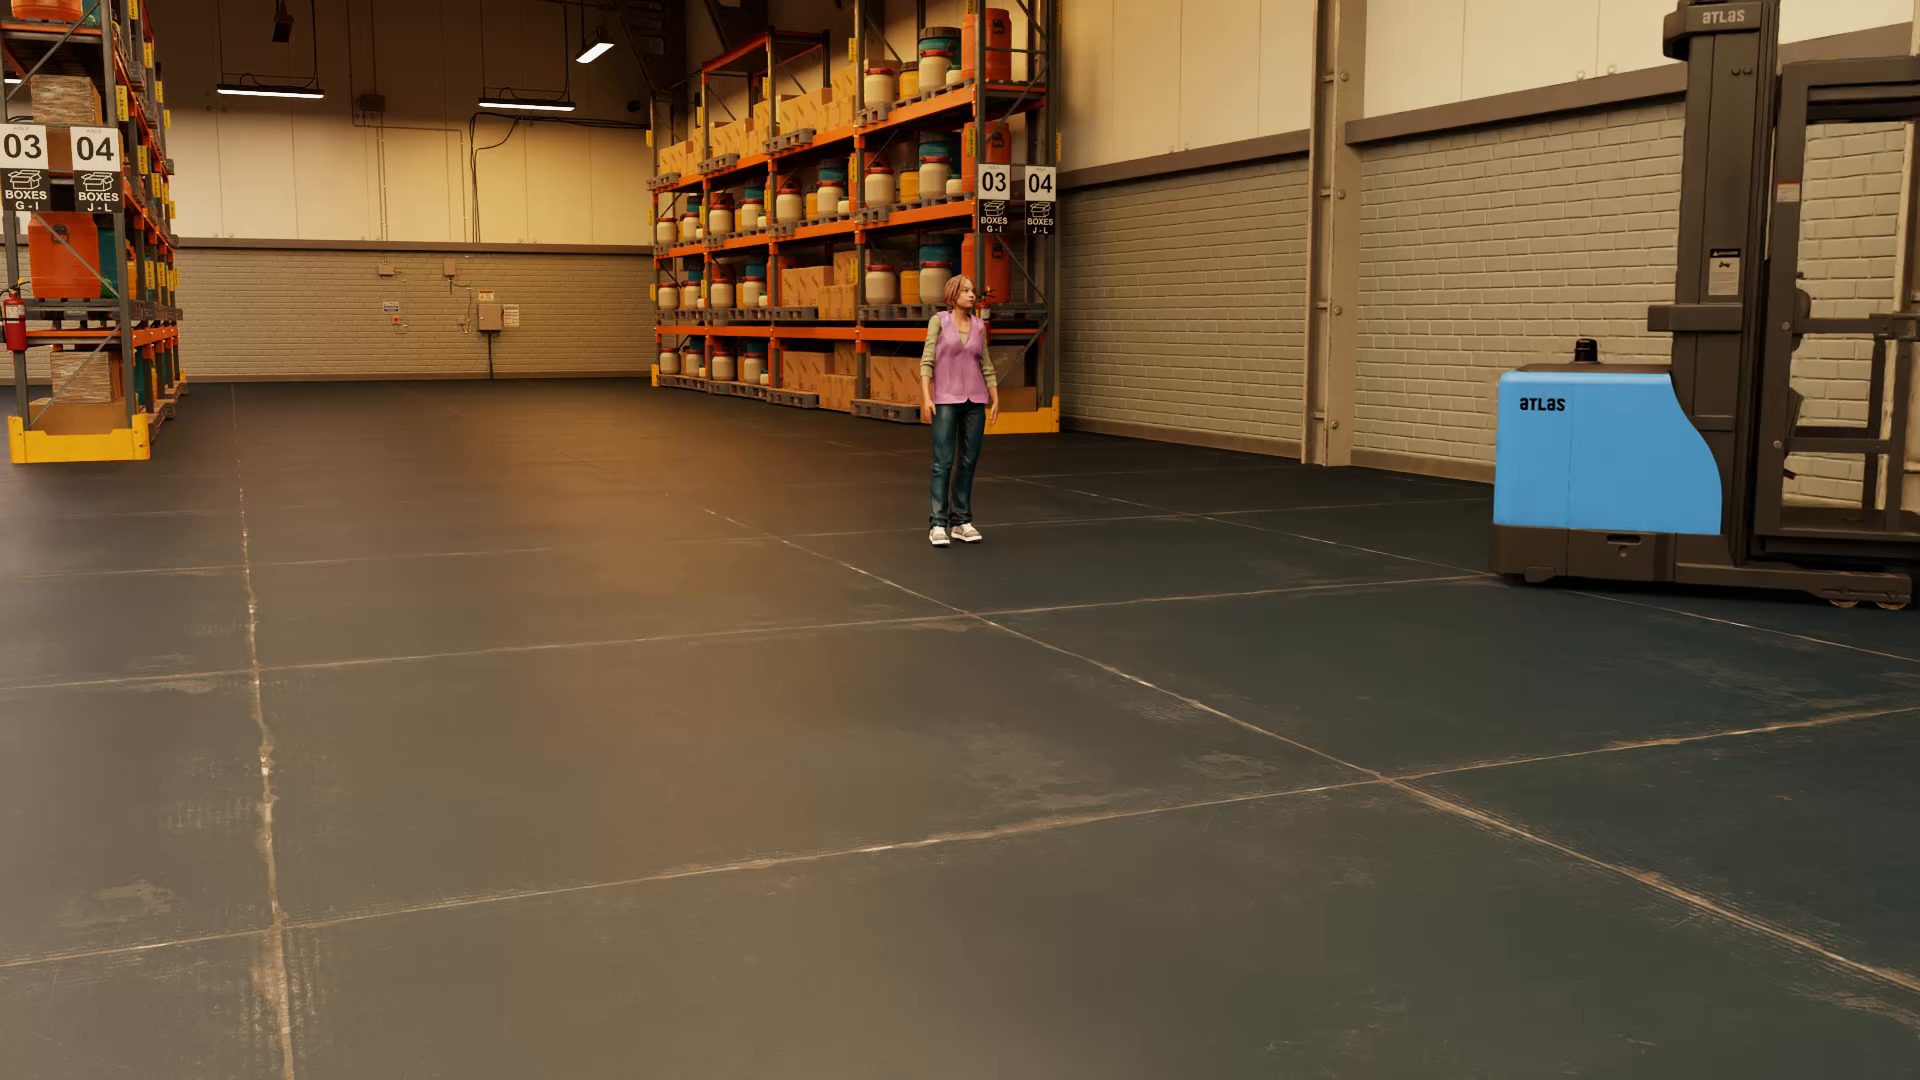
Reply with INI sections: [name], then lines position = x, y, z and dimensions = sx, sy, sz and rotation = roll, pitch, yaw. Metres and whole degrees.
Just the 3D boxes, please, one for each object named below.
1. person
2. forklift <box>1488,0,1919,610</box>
[person]
position = 0.017, -0.789, 9.975
dimensions = 0.521, 1.599, 0.473
rotation = -3, 8, -23
[forklift]
position = 4.253, -1.207, 8.094
dimensions = 3.031, 2.935, 1.130
rotation = 3, 8, 23
